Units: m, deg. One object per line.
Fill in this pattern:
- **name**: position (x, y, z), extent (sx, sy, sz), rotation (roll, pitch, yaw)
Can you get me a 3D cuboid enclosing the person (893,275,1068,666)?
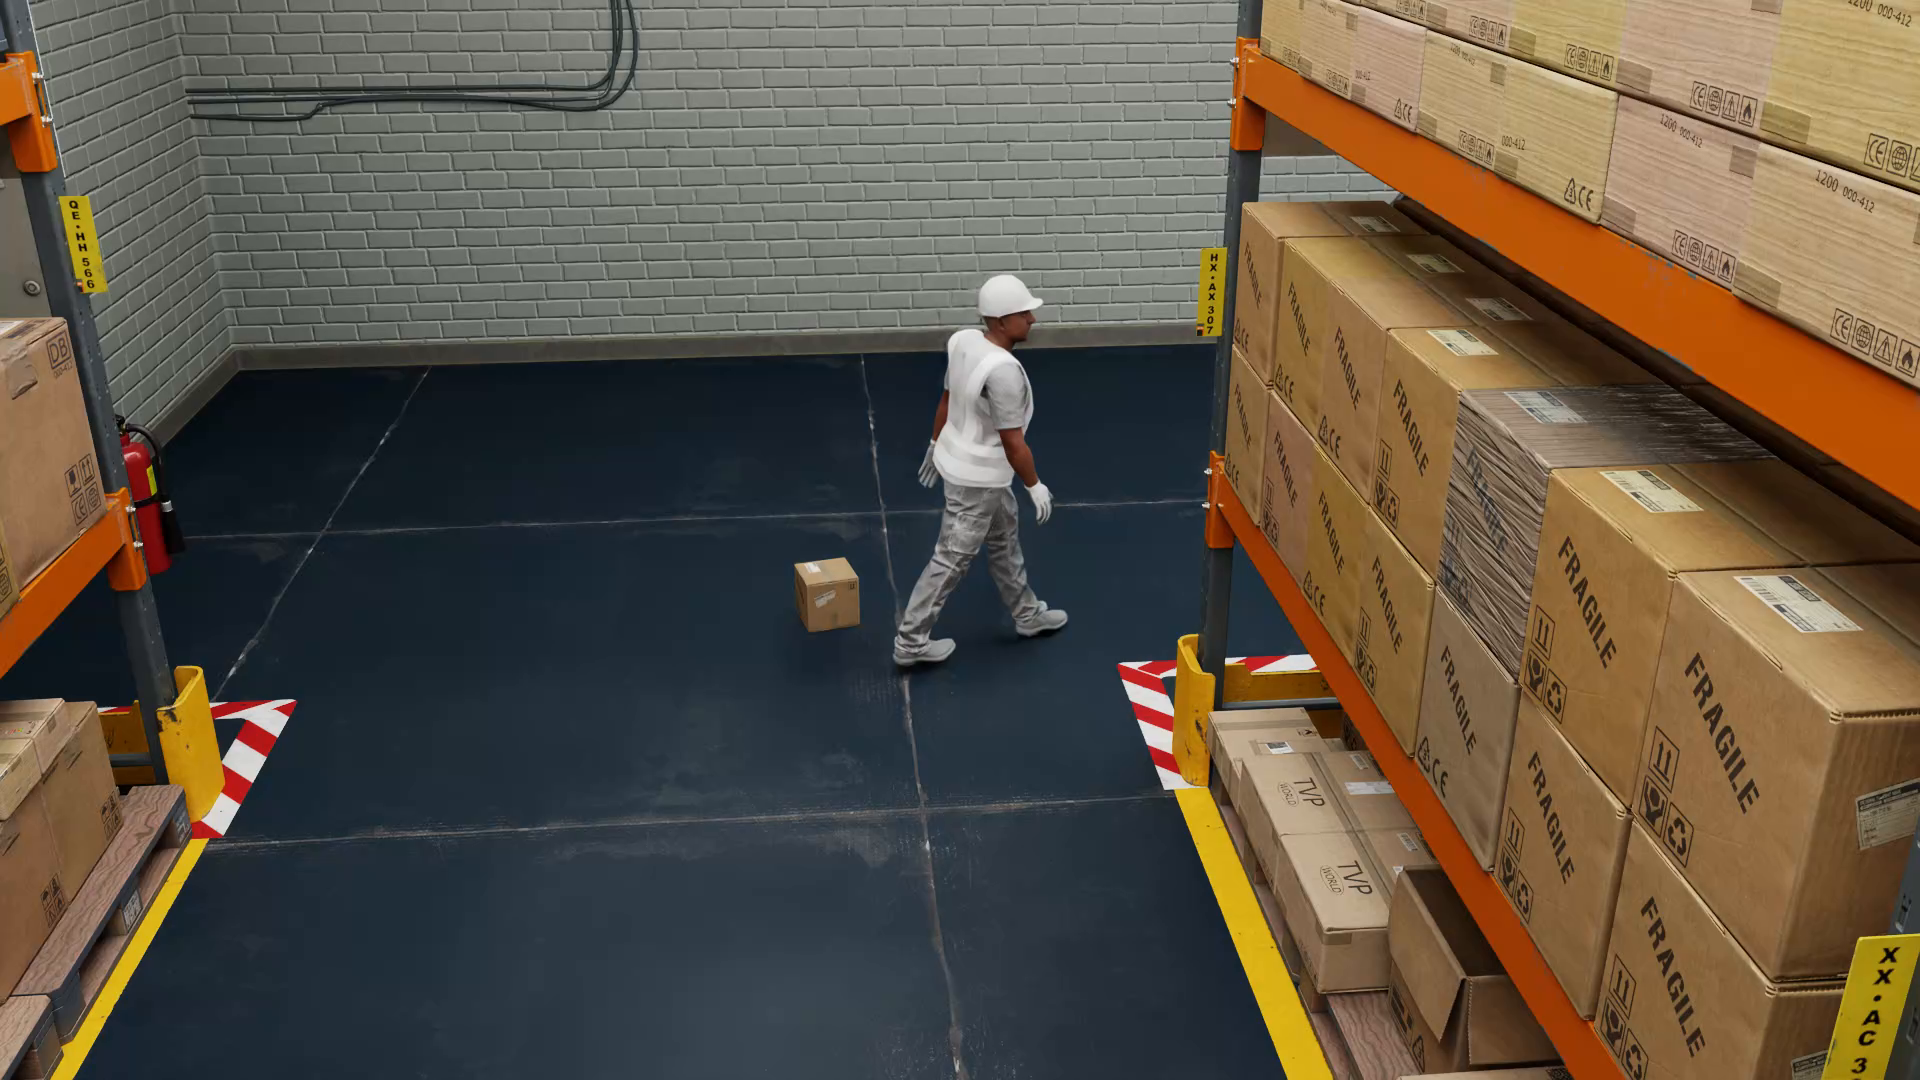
- **person**: position (0.123, -0.295, 7.240), extent (0.892, 1.744, 0.609), rotation (-5, 24, -12)
